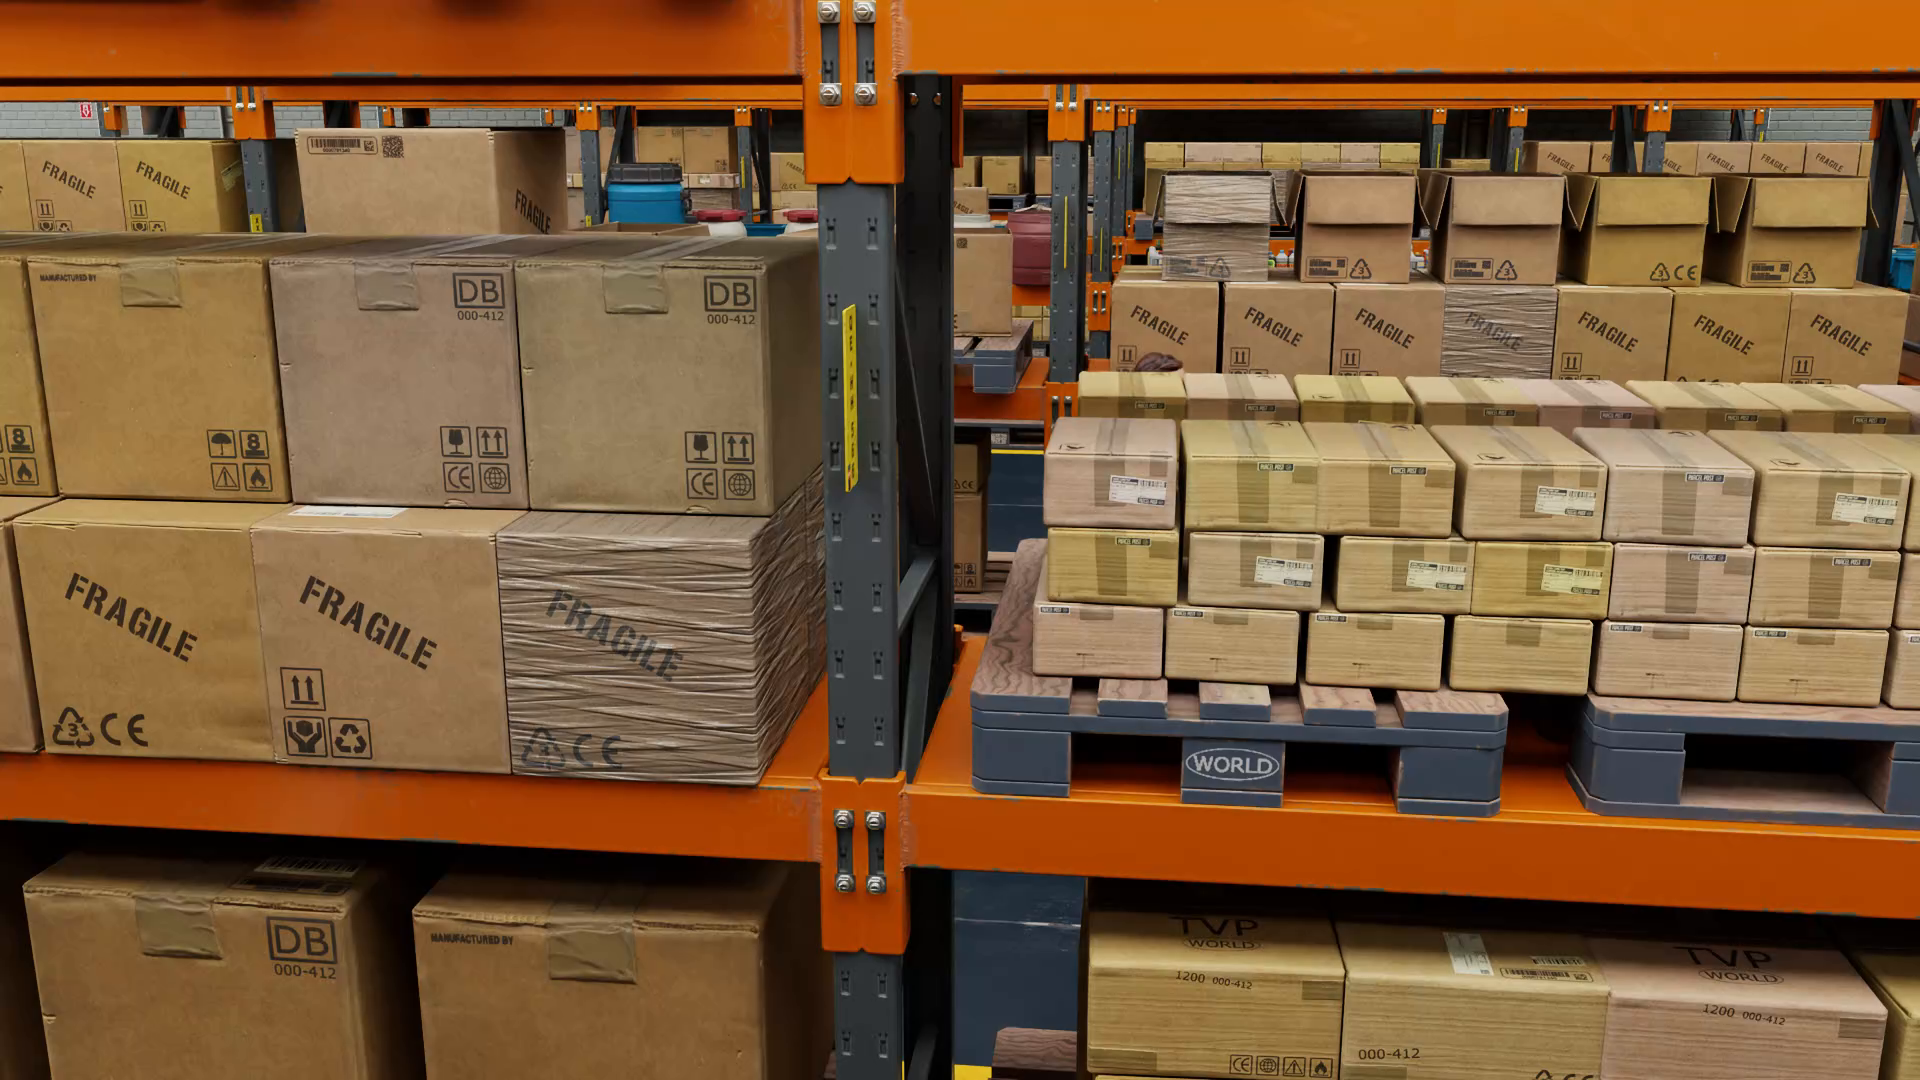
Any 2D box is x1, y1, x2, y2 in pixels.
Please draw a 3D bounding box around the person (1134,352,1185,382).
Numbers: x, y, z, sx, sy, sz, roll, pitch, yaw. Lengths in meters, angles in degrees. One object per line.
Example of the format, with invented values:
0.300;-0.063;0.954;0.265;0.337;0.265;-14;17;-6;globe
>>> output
0.880;0.083;6.672;0.589;1.664;0.446;5;15;19;person
